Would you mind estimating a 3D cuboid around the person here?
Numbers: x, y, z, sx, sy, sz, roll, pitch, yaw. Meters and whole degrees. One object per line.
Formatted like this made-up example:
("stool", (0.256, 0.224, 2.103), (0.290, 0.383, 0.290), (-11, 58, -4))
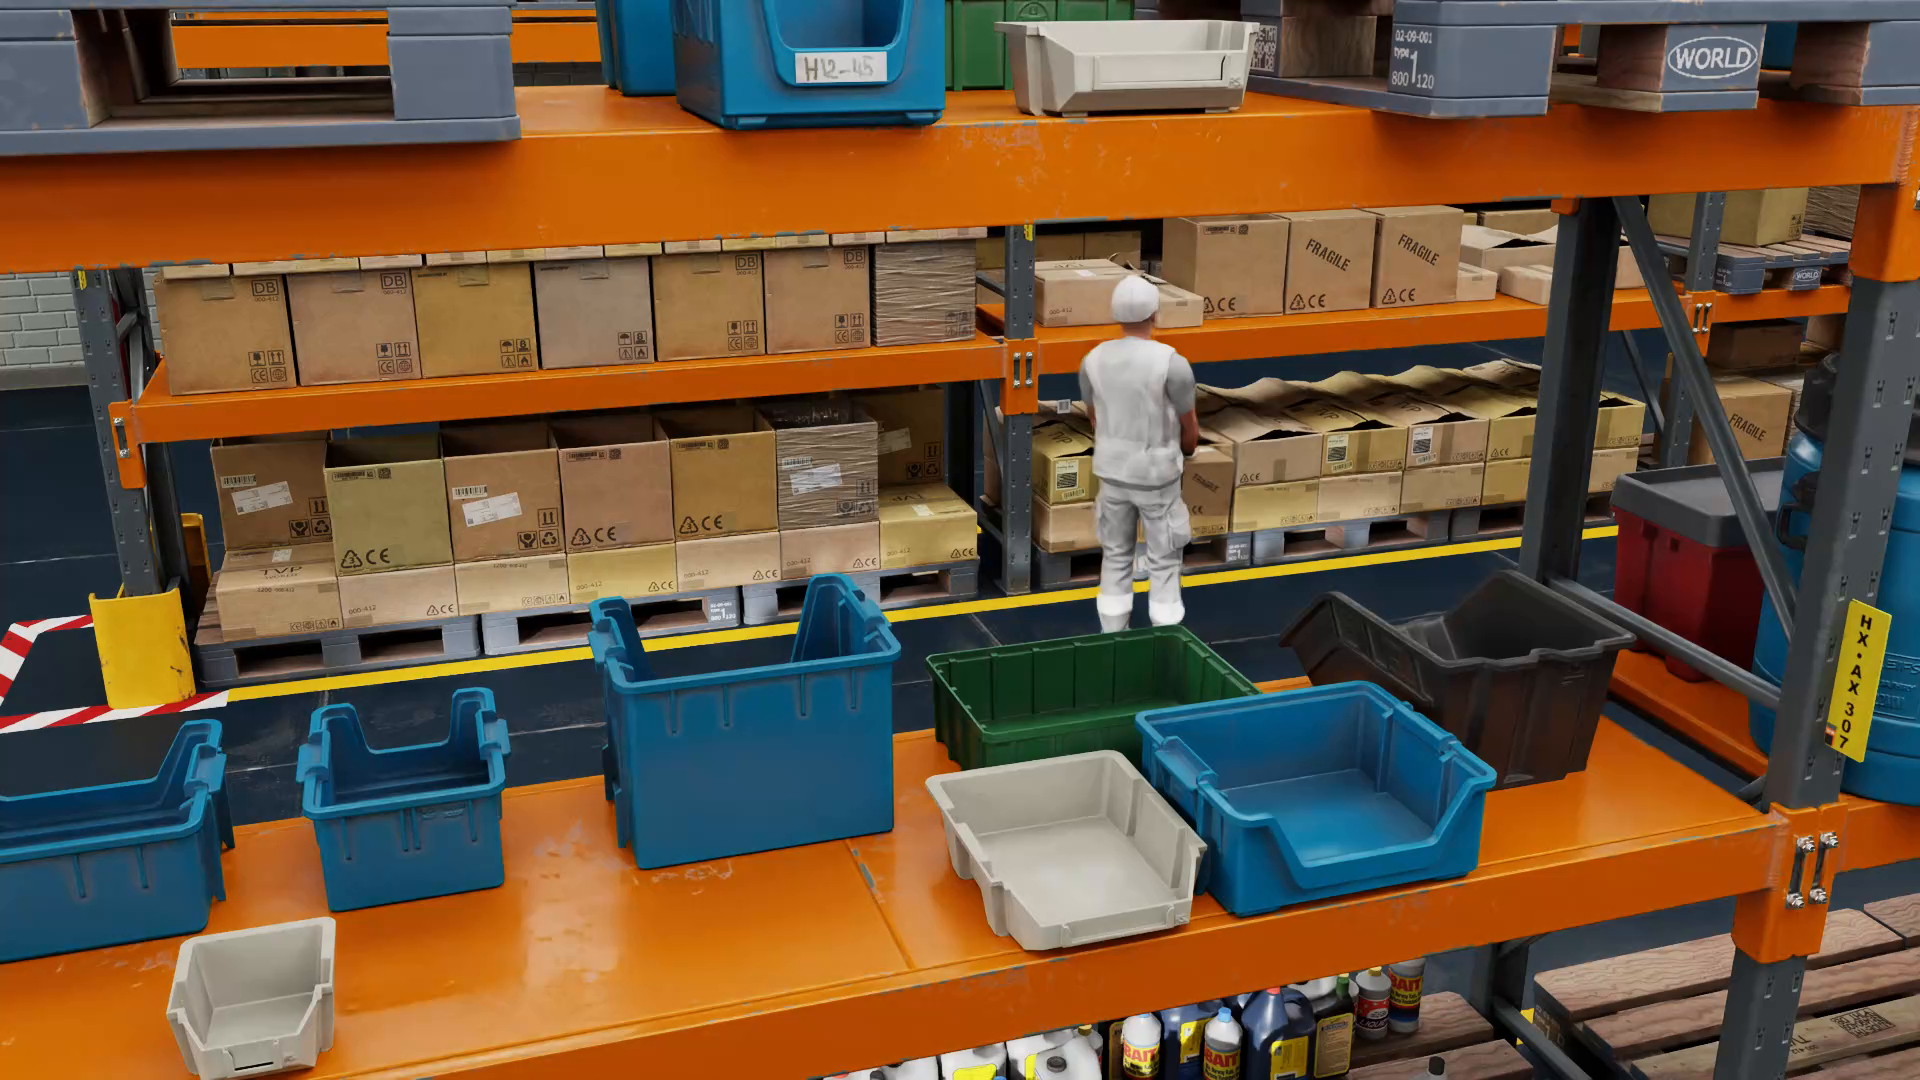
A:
("person", (0.826, -0.288, 7.334), (0.578, 1.796, 0.498), (9, 21, 24))
